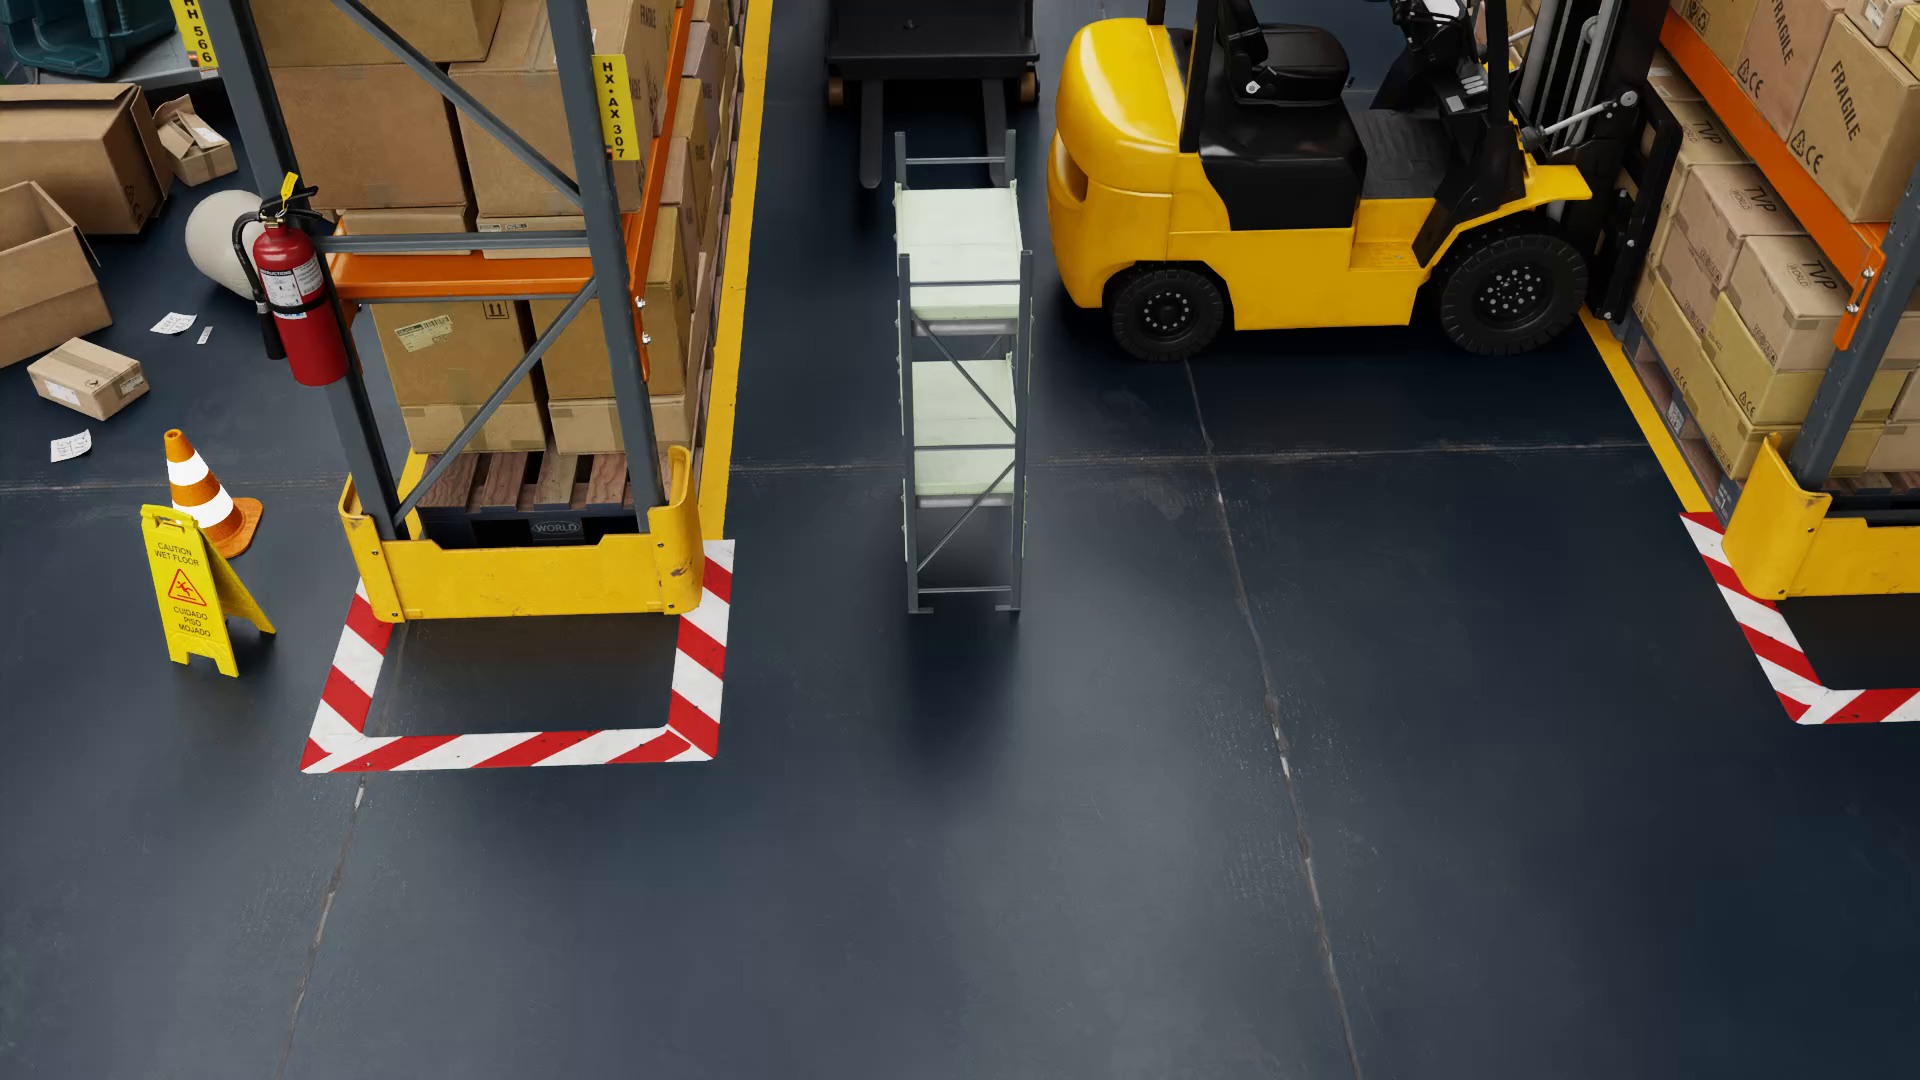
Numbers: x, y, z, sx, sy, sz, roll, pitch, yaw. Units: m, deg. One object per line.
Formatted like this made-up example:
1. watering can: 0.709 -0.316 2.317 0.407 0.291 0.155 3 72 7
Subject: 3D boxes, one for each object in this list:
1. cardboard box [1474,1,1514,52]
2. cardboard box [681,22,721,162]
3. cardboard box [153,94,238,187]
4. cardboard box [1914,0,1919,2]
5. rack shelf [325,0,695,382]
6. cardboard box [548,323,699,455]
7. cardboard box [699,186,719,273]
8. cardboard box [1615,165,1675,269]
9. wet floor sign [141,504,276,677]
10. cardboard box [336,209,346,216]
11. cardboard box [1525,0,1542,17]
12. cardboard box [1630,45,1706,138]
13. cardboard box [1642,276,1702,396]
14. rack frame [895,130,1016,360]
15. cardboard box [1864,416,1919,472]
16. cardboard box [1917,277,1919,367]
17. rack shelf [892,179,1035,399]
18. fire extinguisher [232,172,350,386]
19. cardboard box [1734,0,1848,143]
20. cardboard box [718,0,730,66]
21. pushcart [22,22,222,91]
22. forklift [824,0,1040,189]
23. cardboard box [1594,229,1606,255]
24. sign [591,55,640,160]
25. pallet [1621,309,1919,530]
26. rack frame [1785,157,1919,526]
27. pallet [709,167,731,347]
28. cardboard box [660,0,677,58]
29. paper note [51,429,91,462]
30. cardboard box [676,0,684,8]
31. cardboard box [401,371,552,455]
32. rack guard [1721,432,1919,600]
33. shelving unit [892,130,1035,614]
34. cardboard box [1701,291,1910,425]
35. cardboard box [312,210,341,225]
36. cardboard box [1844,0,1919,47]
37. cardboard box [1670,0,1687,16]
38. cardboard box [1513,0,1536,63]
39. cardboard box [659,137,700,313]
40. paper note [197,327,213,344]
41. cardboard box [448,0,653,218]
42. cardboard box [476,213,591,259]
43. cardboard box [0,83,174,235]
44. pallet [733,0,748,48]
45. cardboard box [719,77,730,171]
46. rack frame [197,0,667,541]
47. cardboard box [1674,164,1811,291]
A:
1. cardboard box: 2.956 -2.542 8.527 0.500 0.250 0.500 -1 43 -1
2. cardboard box: -1.353 -1.930 7.305 0.500 0.500 0.500 0 43 0
3. cardboard box: -3.803 -1.972 8.205 0.258 0.266 0.396 -32 51 -30
4. cardboard box: 3.169 -1.823 5.245 0.380 0.149 0.250 -2 43 -2
5. rack shelf: -1.608 -1.976 6.719 1.077 0.370 4.000 -2 43 -2
6. cardboard box: -1.281 -0.585 6.393 0.500 0.250 0.500 -2 43 -2
7. cardboard box: -1.331 -1.298 7.170 0.500 0.250 0.500 1 43 1
8. cardboard box: 3.050 -1.368 6.877 0.500 0.250 0.500 -3 43 -3
9. wet floor sign: -2.584 0.135 5.625 0.267 0.644 0.232 12 44 13
10. cardboard box: -1.874 -1.213 5.539 0.380 0.149 0.250 -2 43 -2
11. cardboard box: 2.985 -2.565 7.813 0.500 0.250 0.500 -2 43 -2
12. cardboard box: 3.032 -1.875 7.060 0.500 0.250 0.500 -2 43 -3
13. cardboard box: 3.089 -0.822 6.651 0.500 0.250 0.500 -2 43 -2
14. rack frame: -0.015 -0.795 6.008 0.400 1.500 0.023 -2 43 -2
15. cardboard box: 3.611 -0.515 6.316 0.500 0.250 0.500 -1 43 -2
16. cardboard box: 3.605 -0.876 5.970 0.500 0.250 0.500 -2 43 -2
17. rack shelf: 0.000 -0.836 5.475 0.431 0.370 0.720 -2 43 -2
18. fire extinguisher: -1.979 -0.772 4.930 0.296 0.674 0.183 -2 43 -2
19. cardboard box: 3.140 -1.748 5.864 0.500 0.500 0.500 0 43 0
20. cardboard box: -1.400 -2.618 8.055 0.500 0.500 0.500 -2 43 -2
21. pushcart: -3.969 -2.526 8.726 1.648 0.377 0.936 -16 45 -16
22. forklift: -0.154 -3.575 7.981 1.130 2.935 3.031 -1 43 -1
23. cardboard box: 3.032 -1.510 7.401 0.500 0.250 0.500 0 43 0
24. sign: -0.981 -1.226 4.727 0.100 0.325 0.005 -2 43 -2
25. pallet: 3.362 -0.524 6.665 1.003 0.211 1.213 -2 43 -2
26. rack frame: 3.436 -1.036 5.161 1.000 3.000 0.127 -2 43 -2
27. pallet: -1.574 -1.286 7.497 1.003 0.211 1.213 -2 43 -2
28. cardboard box: -1.314 -2.059 5.982 0.500 0.500 0.500 -2 43 -3
29. paper note: -3.552 -0.378 6.640 0.148 0.019 0.142 -16 45 -16
30. cardboard box: -1.300 -2.259 6.680 0.380 0.149 0.250 -1 43 -1
31. cardboard box: -1.827 -0.587 6.394 0.500 0.250 0.500 -2 43 -2
32. rack guard: 3.437 -0.099 5.988 1.175 0.500 0.348 -2 43 -2
33. shelving unit: 0.000 -0.548 5.738 0.431 1.500 0.755 -2 43 -2
34. cardboard box: 3.103 -0.681 6.128 0.500 0.250 0.500 -2 43 -2
35. cardboard box: -3.007 -1.909 7.961 0.500 0.500 0.500 27 49 27
36. cardboard box: 3.101 -1.710 5.342 0.380 0.149 0.250 -1 43 -1
37. cardboard box: 3.086 -2.433 6.611 0.500 0.500 0.500 -1 43 -2
38. cardboard box: 3.002 -2.387 7.988 0.500 0.250 0.500 -2 43 -2
39. cardboard box: -1.309 -1.230 6.542 0.500 0.500 0.500 -3 43 -3
40. paper note: -3.274 -0.889 7.212 0.032 0.001 0.123 -2 43 -2
41. cardboard box: -1.266 -1.366 5.226 0.500 0.500 0.500 -2 43 -2
42. cardboard box: -1.331 -1.034 5.344 0.380 0.149 0.250 -1 43 -2
43. cardboard box: -4.175 -1.765 7.703 0.797 0.637 0.503 -2 43 -2
44. pallet: -1.727 -3.089 9.464 1.003 0.211 1.213 -2 43 -2
45. cardboard box: -1.367 -1.982 7.917 0.500 0.250 0.500 -3 43 -3
46. rack frame: -1.523 -0.891 5.003 1.000 3.000 0.127 -2 43 -2
47. cardboard box: 3.077 -1.193 6.315 0.500 0.250 0.500 -1 43 -1
